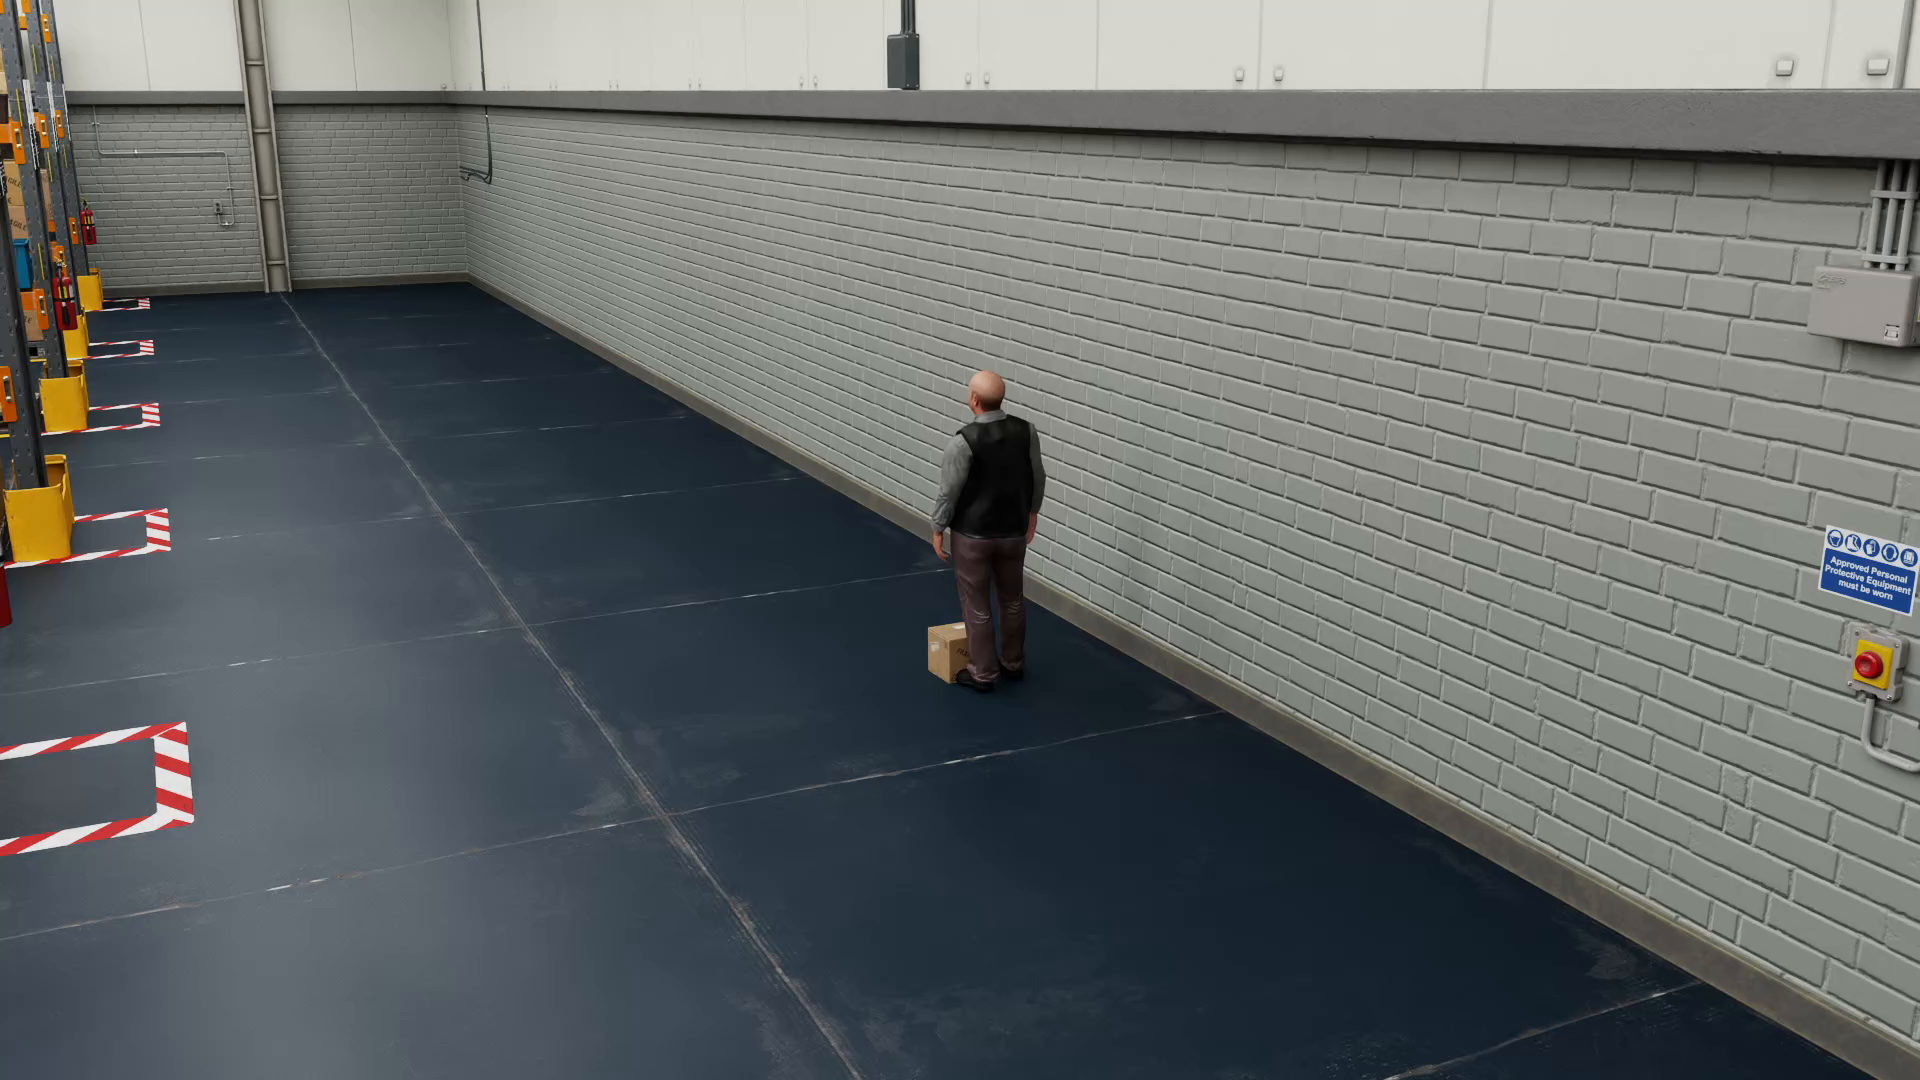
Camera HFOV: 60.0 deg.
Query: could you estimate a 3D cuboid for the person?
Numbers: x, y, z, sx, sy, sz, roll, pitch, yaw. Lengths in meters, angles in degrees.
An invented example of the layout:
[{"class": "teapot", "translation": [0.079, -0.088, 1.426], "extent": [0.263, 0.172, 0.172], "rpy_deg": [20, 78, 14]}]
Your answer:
[{"class": "person", "translation": [0.120, -0.054, 8.732], "extent": [0.633, 1.722, 0.566], "rpy_deg": [-7, 17, -25]}]
